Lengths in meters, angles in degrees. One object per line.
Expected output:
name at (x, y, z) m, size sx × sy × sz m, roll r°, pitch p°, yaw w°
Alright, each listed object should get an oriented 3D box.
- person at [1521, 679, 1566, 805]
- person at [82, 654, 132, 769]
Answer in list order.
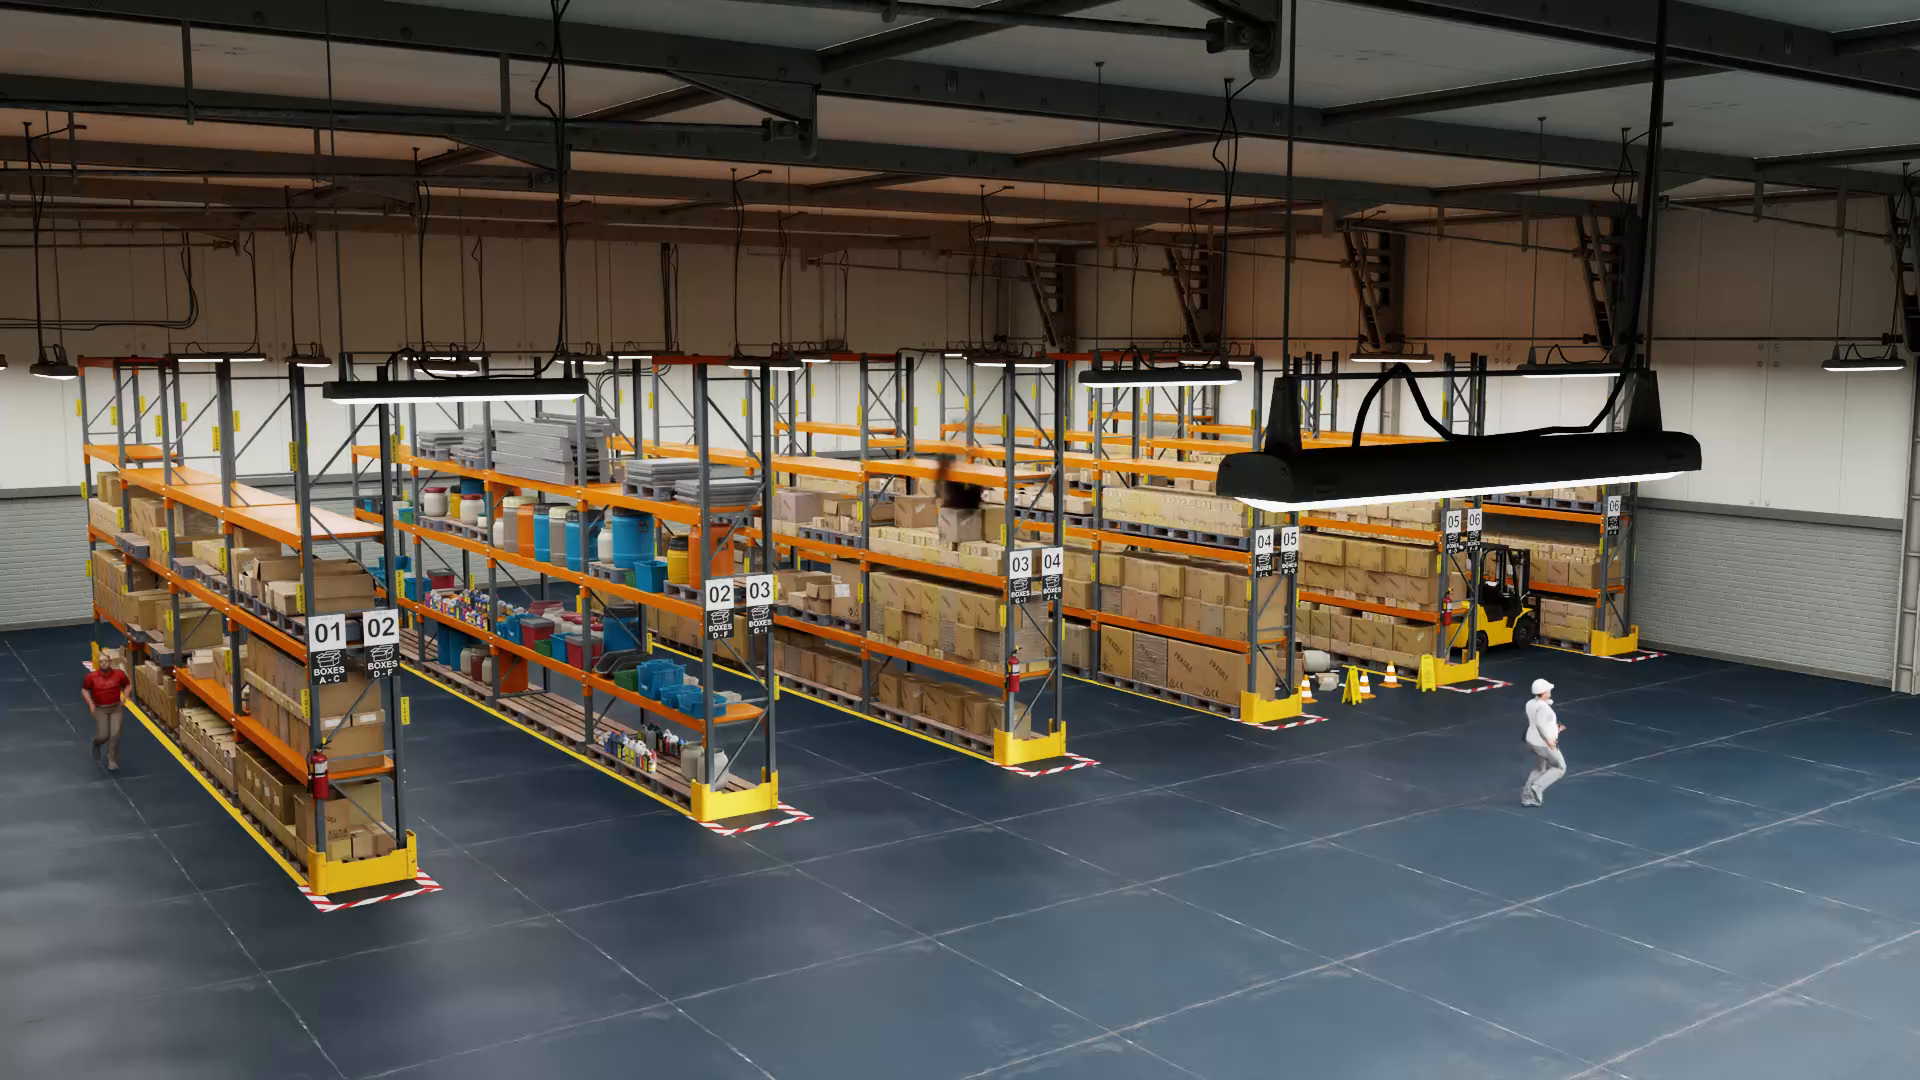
person at (7.925, 2.739, 22.509) m, size 0.605 × 1.731 × 0.645 m, roll -1°, pitch 7°, yaw -9°
person at (-12.600, 2.529, 24.613) m, size 0.653 × 1.691 × 0.647 m, roll -5°, pitch 8°, yaw -33°
